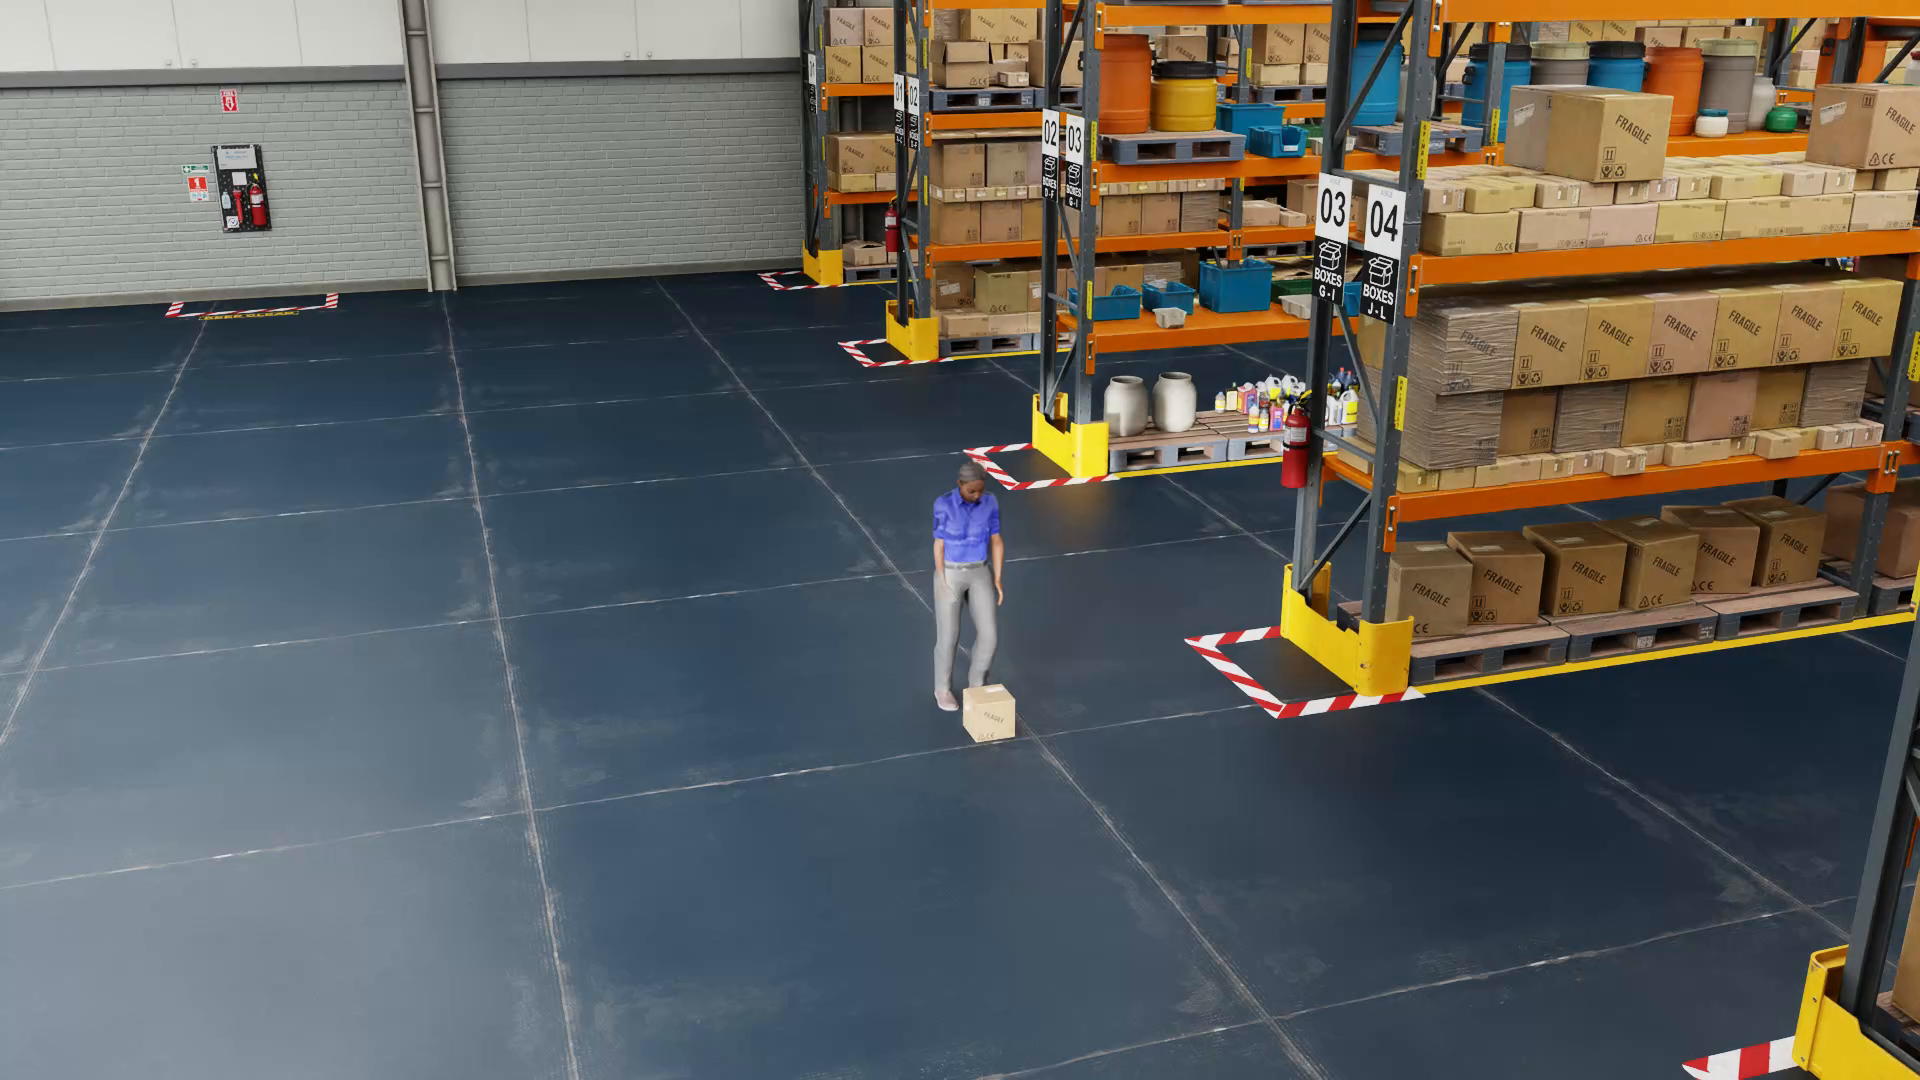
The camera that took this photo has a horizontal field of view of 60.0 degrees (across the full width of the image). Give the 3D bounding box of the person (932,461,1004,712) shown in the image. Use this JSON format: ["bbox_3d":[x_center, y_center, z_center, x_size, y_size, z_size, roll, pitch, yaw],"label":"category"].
[{"bbox_3d":[0.054,0.265,10.400,0.453,1.618,0.366,-6,20,-16],"label":"person"}]
